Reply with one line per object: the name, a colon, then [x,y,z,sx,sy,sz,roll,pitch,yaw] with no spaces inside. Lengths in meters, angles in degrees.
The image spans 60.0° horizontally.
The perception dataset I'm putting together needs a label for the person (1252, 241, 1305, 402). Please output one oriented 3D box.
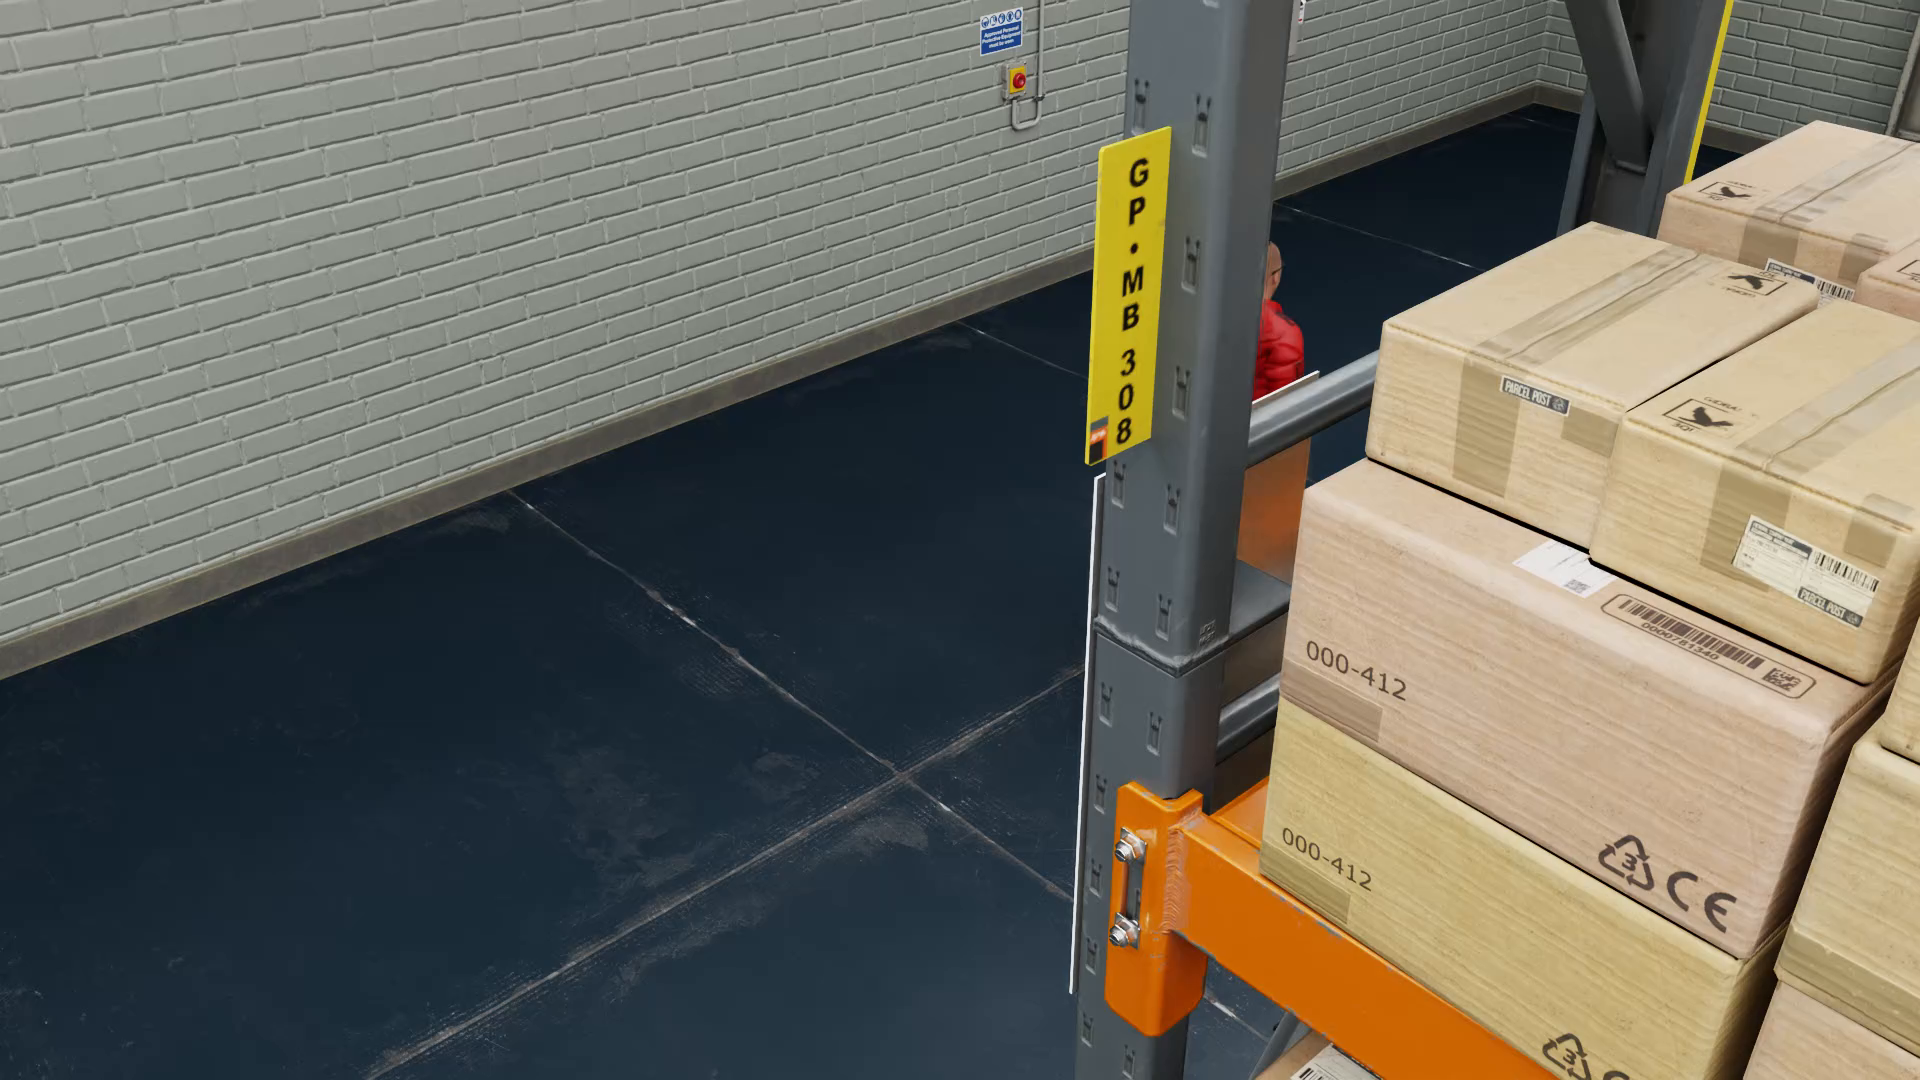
person: [1.135,-0.372,6.735,0.769,1.705,0.601,-23,38,-32]
